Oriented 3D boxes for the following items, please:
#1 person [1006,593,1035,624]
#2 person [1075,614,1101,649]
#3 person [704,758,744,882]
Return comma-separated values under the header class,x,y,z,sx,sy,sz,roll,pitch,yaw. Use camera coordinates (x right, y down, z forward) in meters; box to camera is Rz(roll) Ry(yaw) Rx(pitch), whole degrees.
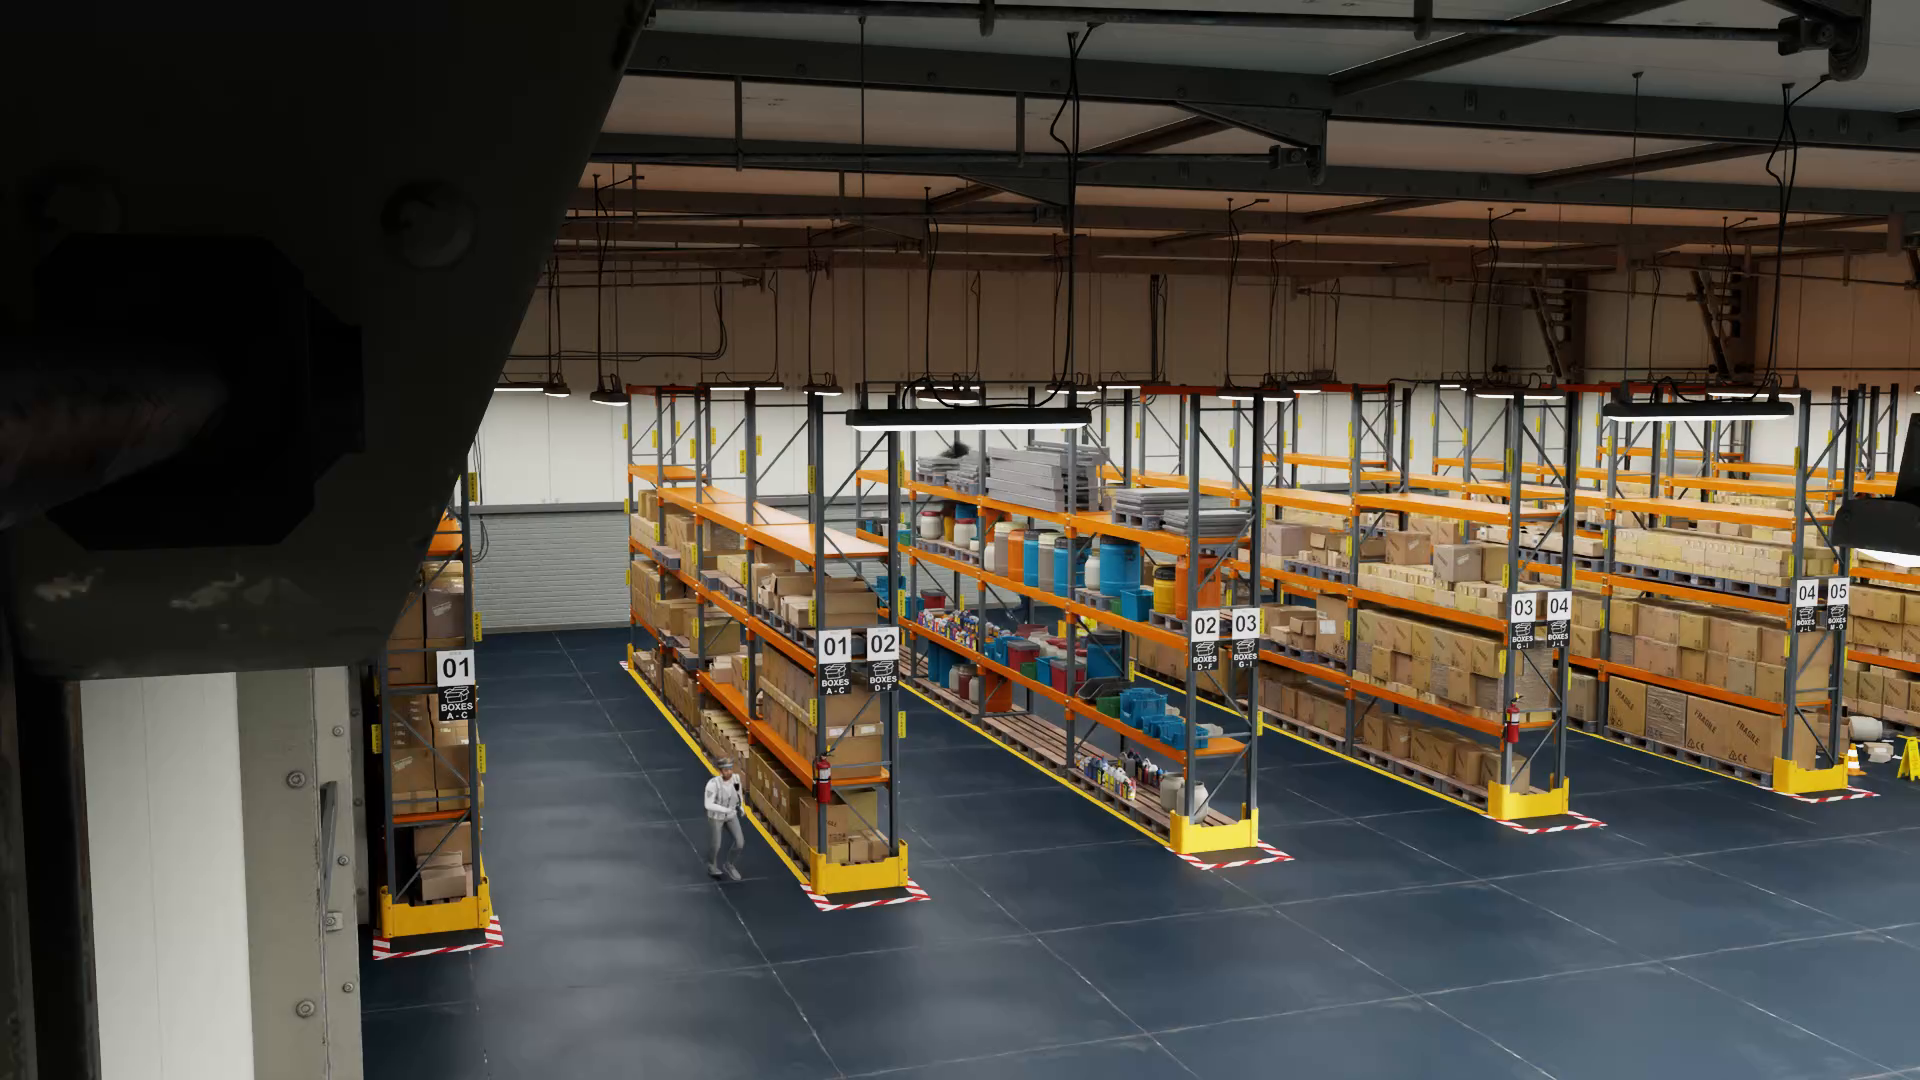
class,x,y,z,sx,sy,sz,roll,pitch,yaw
person,1.509,1.315,41.129,0.729,1.586,0.549,1,6,12
person,2.592,1.976,33.755,0.680,1.813,0.824,-1,6,-13
person,-2.911,3.426,20.496,0.607,1.616,0.817,-4,7,-31
